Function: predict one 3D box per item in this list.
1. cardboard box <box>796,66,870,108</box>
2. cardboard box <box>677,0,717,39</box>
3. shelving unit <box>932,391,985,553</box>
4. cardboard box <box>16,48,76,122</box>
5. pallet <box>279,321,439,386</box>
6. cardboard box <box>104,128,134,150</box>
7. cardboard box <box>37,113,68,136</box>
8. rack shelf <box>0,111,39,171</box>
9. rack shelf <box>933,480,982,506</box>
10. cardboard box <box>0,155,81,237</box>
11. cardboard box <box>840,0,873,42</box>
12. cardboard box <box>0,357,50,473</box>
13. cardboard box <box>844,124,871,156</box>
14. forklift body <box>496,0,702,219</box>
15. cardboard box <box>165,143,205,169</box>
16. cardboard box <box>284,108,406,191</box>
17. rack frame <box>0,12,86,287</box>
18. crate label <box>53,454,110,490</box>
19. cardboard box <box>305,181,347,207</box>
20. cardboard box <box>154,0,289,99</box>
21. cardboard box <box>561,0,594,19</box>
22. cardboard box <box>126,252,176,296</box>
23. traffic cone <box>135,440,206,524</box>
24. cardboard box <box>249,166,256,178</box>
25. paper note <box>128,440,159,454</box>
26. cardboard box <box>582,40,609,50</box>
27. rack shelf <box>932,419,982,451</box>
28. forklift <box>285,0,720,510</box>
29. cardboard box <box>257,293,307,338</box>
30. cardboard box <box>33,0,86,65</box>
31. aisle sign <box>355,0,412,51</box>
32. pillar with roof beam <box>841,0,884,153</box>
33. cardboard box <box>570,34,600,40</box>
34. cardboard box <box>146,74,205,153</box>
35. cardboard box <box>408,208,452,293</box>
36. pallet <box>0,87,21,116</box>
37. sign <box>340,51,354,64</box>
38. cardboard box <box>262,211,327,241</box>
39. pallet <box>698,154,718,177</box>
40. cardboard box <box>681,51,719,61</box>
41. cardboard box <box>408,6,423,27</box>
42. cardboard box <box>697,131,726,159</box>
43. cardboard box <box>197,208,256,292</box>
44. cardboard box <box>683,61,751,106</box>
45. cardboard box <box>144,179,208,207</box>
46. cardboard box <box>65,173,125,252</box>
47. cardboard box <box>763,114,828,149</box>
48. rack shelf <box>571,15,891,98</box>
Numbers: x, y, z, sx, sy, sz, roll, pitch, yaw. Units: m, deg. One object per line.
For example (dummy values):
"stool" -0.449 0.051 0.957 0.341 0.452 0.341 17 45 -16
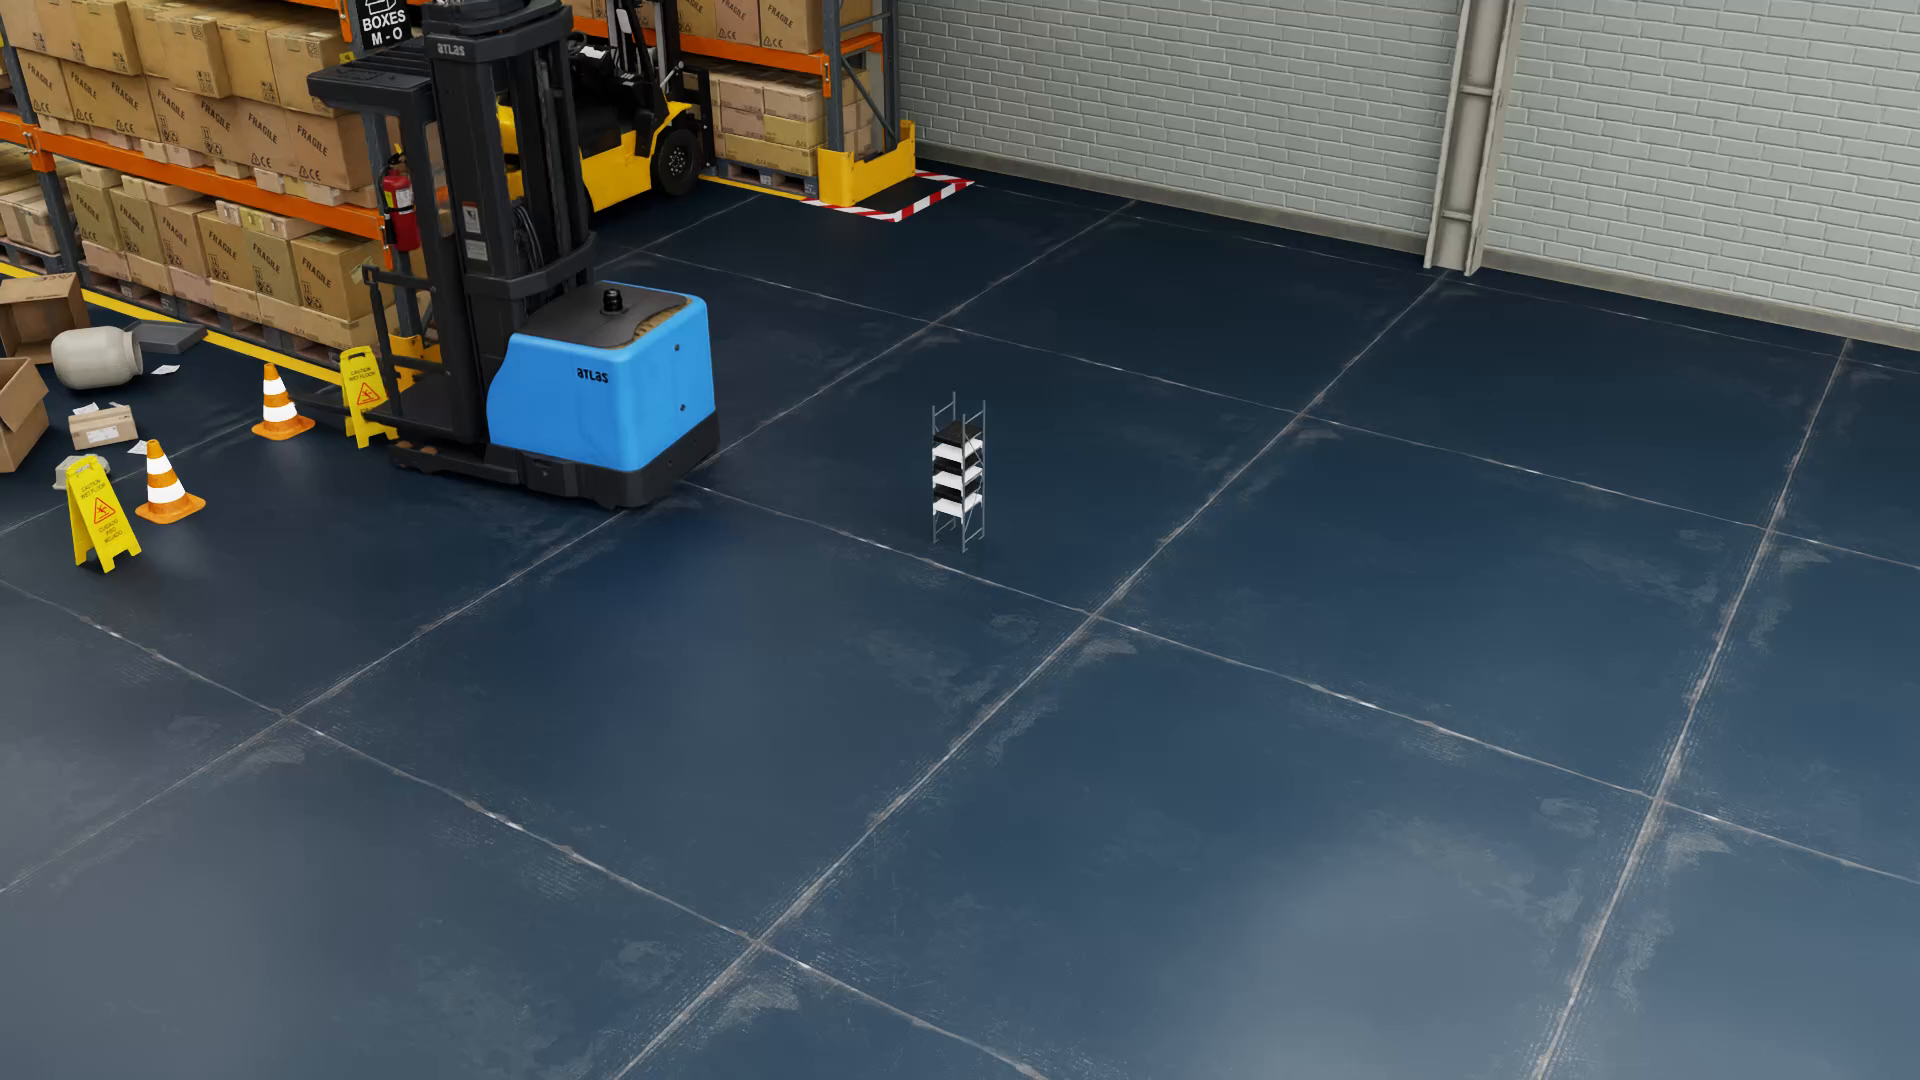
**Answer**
"cardboard box" -1.185 -4.245 15.542 0.500 0.250 0.500 17 34 27
"cardboard box" -2.304 -4.953 15.337 0.500 0.500 0.500 17 34 26
"shelving unit" -0.007 -0.391 9.699 0.210 0.900 0.258 18 35 27
"cardboard box" -6.678 -3.497 12.545 0.500 0.500 0.500 17 35 27
"pallet" -4.248 -1.539 12.351 1.213 0.211 1.003 18 35 27
"cardboard box" -6.132 -3.048 12.419 0.250 0.149 0.380 19 35 29
"cardboard box" -6.806 -3.232 12.736 0.250 0.149 0.380 17 34 27
"rack shelf" -8.596 -3.787 14.151 4.000 0.370 1.077 18 35 27
"rack shelf" -0.007 -0.284 9.762 0.200 0.077 0.258 18 35 27
"cardboard box" -7.958 -2.939 14.175 0.625 0.372 0.950 20 36 30
"cardboard box" -1.150 -4.904 15.253 0.500 0.500 0.500 19 35 29
"cardboard box" -6.348 -0.802 10.798 0.637 0.503 0.797 -4 30 -7
"cardboard box" -1.191 -3.819 15.803 0.500 0.250 0.500 18 35 28
"forklift body" -3.454 -3.973 14.598 1.214 2.155 2.313 18 35 27
"cardboard box" -5.499 -2.830 12.046 0.250 0.149 0.380 17 34 27
"cardboard box" -4.120 -2.690 11.162 0.500 0.500 0.500 17 34 26
"rack frame" -6.902 -3.562 13.052 0.127 3.000 1.000 18 35 27
"crate label" -5.565 -0.438 10.537 0.298 0.136 0.250 1 30 2
"cardboard box" -4.218 -2.411 11.328 0.250 0.149 0.380 17 34 27
"cardboard box" -4.974 -3.369 11.334 0.500 0.500 0.700 17 34 27
"cardboard box" -3.579 -5.362 16.038 0.500 0.500 0.500 18 35 28
"cardboard box" -6.088 -2.144 12.933 0.500 0.250 0.500 20 36 30
"traffic cone" -4.866 -0.395 10.140 0.334 0.463 0.336 18 35 27
"cardboard box" -4.800 -2.674 11.778 0.250 0.149 0.380 18 35 28
"paper note" -5.373 -0.612 10.941 0.142 0.019 0.148 6 31 10
"cardboard box" -3.596 -4.702 16.326 0.500 0.250 0.500 18 35 27
"rack shelf" -0.007 -0.595 9.580 0.200 0.077 0.258 18 35 27
"forklift" -3.134 -1.927 10.317 3.031 2.935 1.130 12 32 20
"cardboard box" -4.776 -1.728 12.220 0.500 0.250 0.500 18 35 28
"cardboard box" -6.224 -3.809 12.088 0.500 0.500 0.700 18 35 28
"aisle sign" -3.616 -3.473 10.319 0.004 0.787 0.394 18 35 27
"pillar with roof beam" -3.278 -5.935 11.166 0.400 9.000 9.100 18 35 27
"cardboard box" -3.747 -5.058 16.935 0.500 0.250 0.500 18 35 28
"cardboard box" -5.383 -3.106 11.874 0.500 0.500 0.500 18 35 28
"cardboard box" -4.071 -2.148 12.196 0.500 0.500 0.500 16 34 26
"pallet" -7.472 -3.746 13.557 1.213 0.211 1.003 18 35 27
"sign" -3.826 -2.896 10.447 0.005 0.325 0.100 18 35 27
"cardboard box" -4.678 -2.261 11.746 0.250 0.149 0.380 19 35 29
"pallet" -2.578 -3.920 16.432 1.213 0.211 1.003 18 35 27
"cardboard box" -2.458 -4.656 16.247 0.500 0.250 0.500 17 34 26
"cardboard box" -6.005 -5.384 18.114 0.625 0.625 0.875 16 34 25
"cardboard box" -2.279 -3.870 15.891 0.500 0.250 0.500 18 35 28
"cardboard box" -5.199 -2.188 12.264 0.500 0.500 0.500 17 34 26
"cardboard box" -2.303 -4.291 15.621 0.500 0.250 0.500 18 35 28
"cardboard box" -5.806 -2.620 12.360 0.250 0.149 0.380 20 36 30
"cardboard box" -6.546 -2.606 12.981 0.500 0.500 0.500 19 35 30
"cardboard box" -1.457 -3.817 15.304 0.500 0.250 0.500 17 34 27
"rack shelf" -2.572 -4.835 15.948 4.000 0.370 1.077 18 35 27
